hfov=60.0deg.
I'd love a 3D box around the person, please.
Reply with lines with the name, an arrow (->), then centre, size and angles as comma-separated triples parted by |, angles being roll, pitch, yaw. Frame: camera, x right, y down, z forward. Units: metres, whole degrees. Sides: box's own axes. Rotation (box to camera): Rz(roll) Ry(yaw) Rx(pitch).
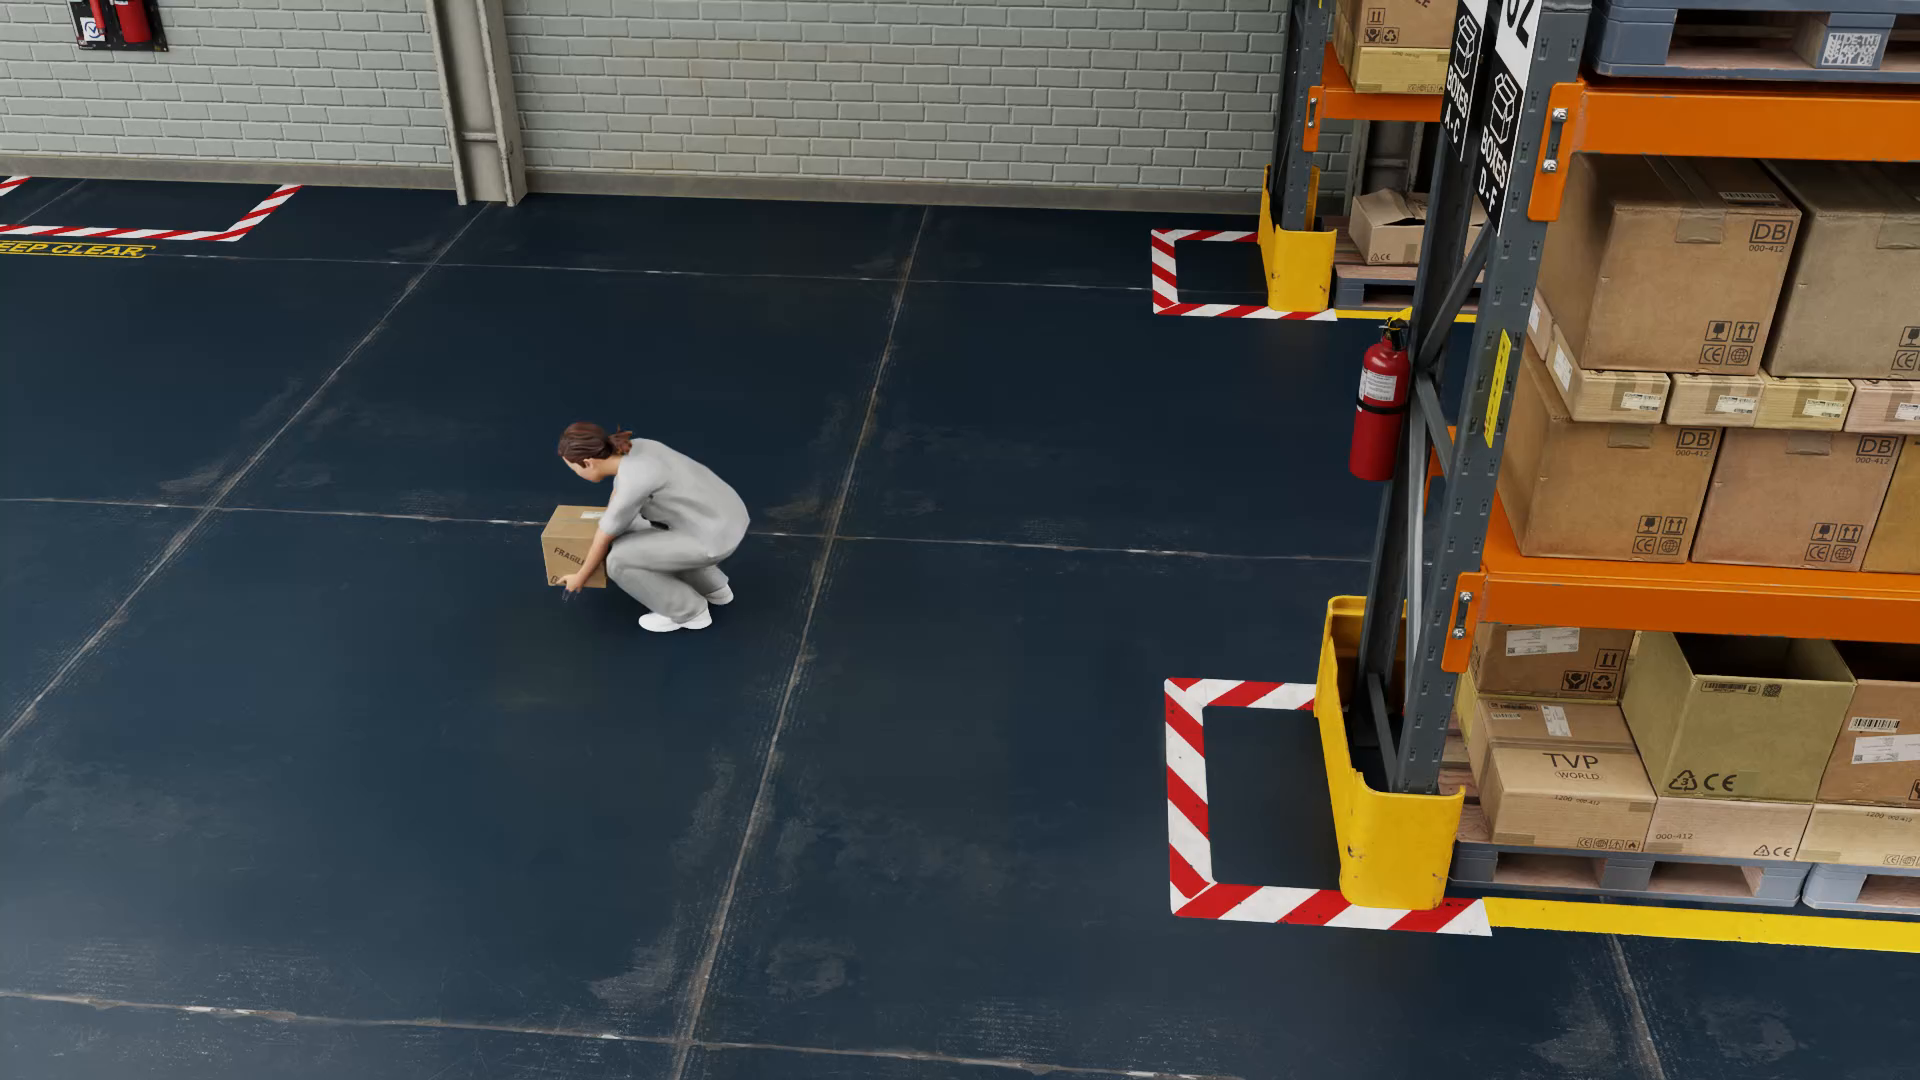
person -> -1.292, -0.060, 6.972 | 0.802, 0.901, 0.467 | 2, 32, 3
